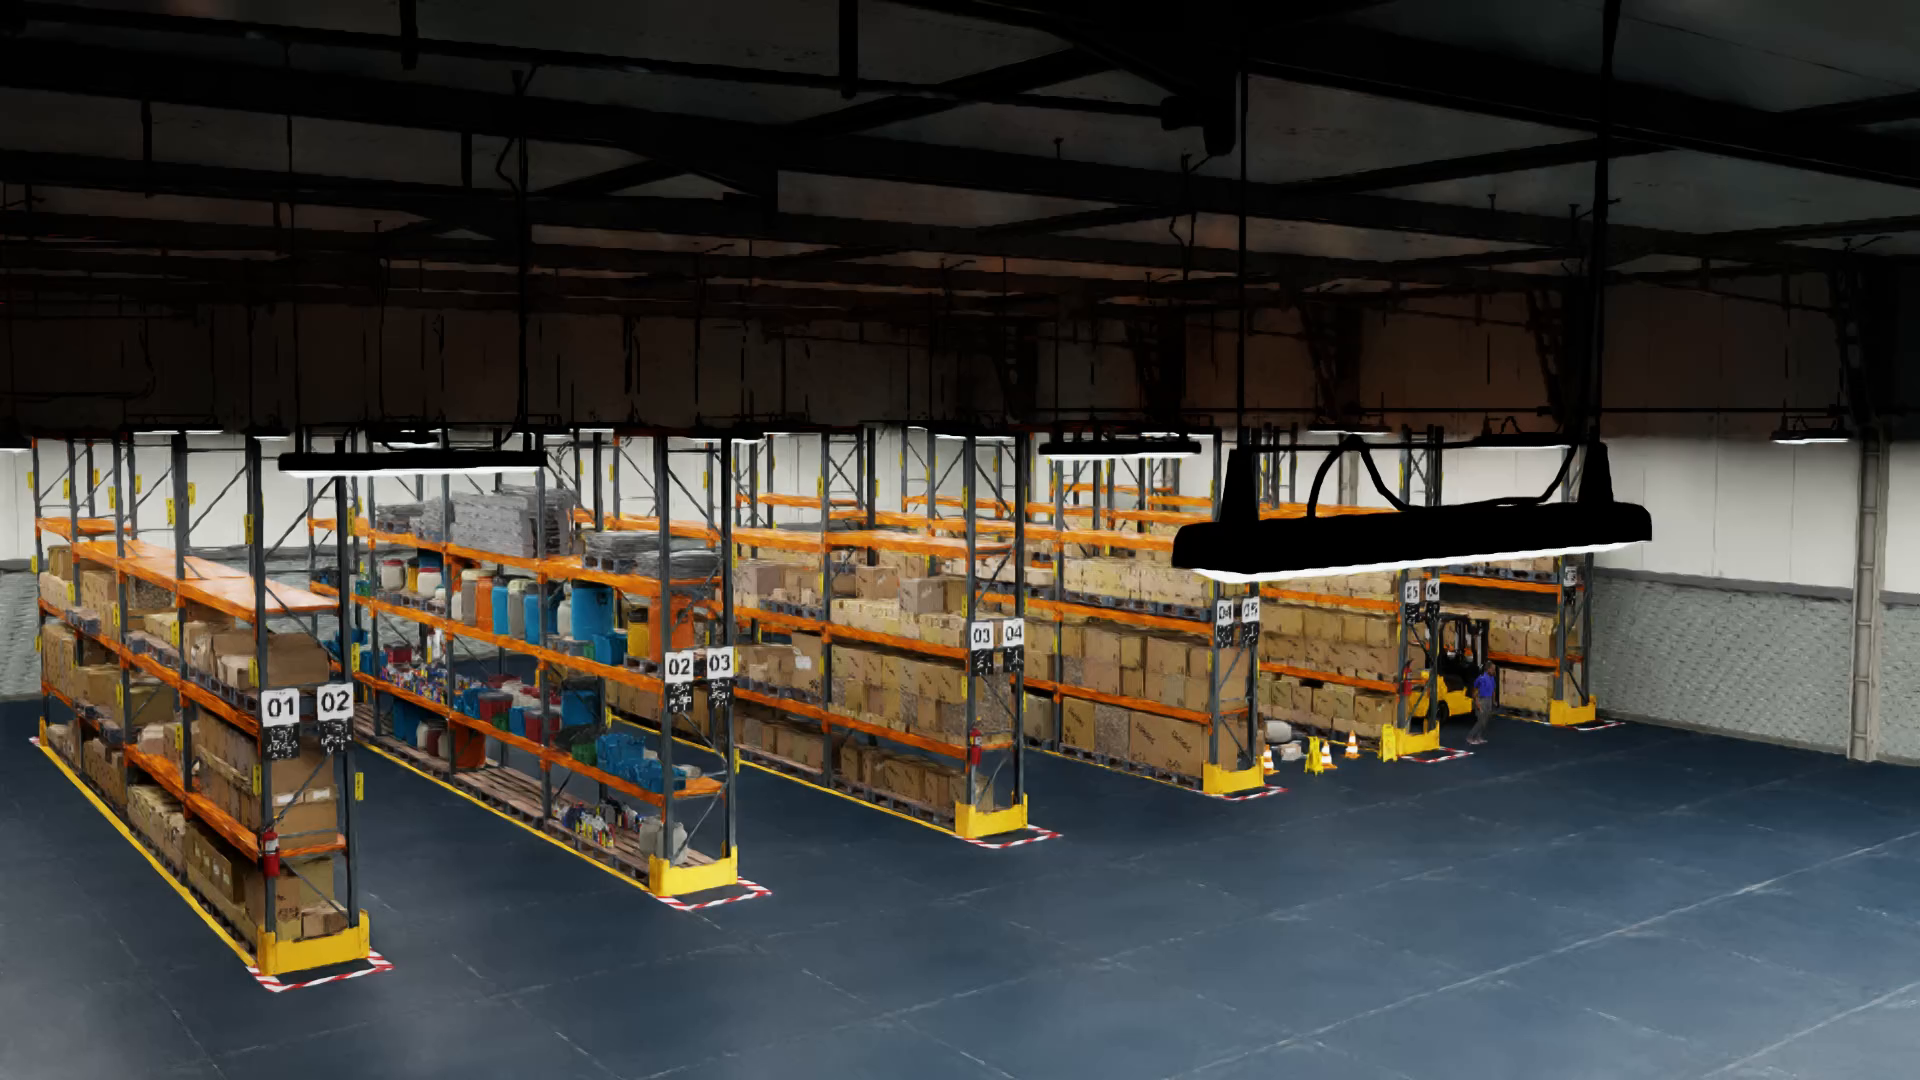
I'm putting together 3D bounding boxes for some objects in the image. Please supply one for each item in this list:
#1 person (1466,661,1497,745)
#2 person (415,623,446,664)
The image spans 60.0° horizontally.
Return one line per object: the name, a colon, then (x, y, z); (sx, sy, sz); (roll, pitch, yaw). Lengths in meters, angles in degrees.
person: (9.882, 3.075, 31.428); (0.592, 1.598, 0.518); (-4, 6, -38)
person: (-11.700, 2.577, 36.834); (0.579, 1.732, 1.042); (-3, 6, -37)
